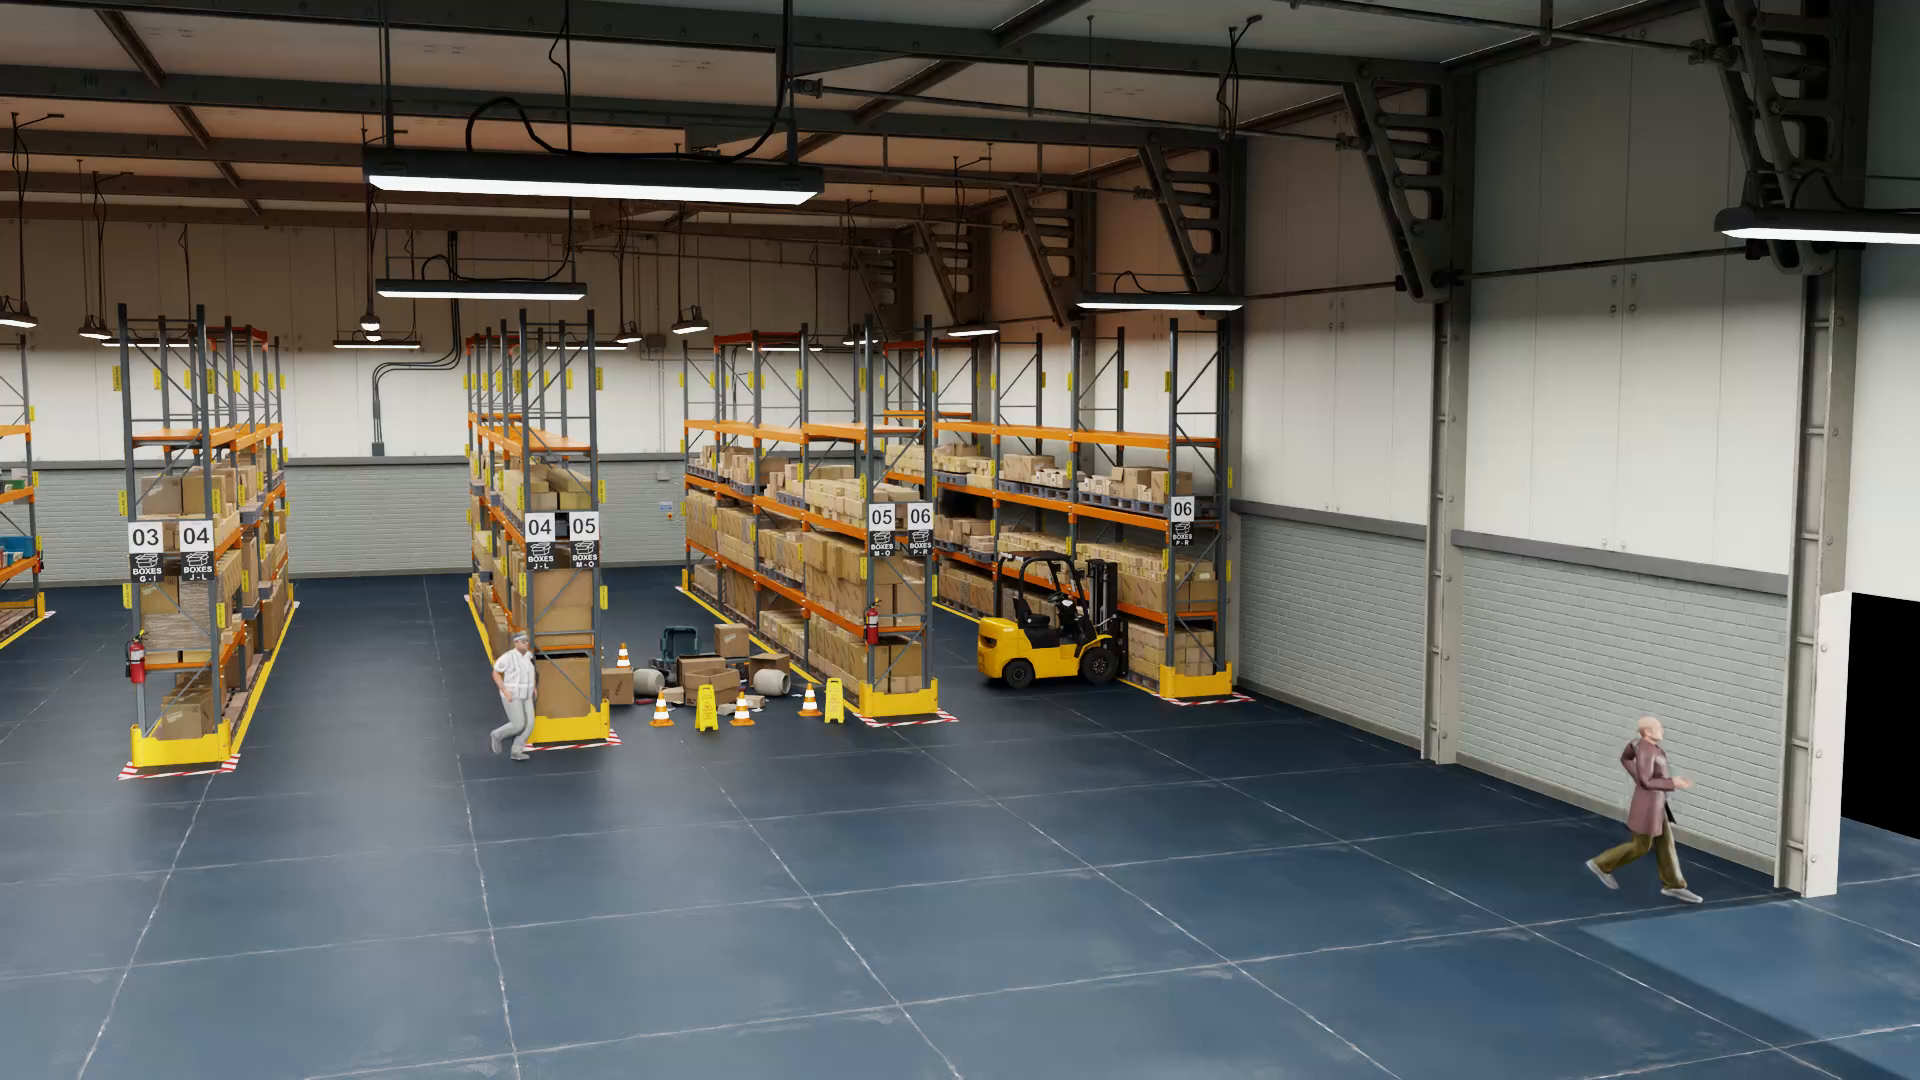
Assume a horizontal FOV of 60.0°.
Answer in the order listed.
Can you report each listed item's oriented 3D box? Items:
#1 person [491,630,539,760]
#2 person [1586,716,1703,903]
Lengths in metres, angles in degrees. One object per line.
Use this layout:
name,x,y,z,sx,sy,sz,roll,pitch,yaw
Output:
person,-5.927,2.048,22.140,0.581,1.722,0.678,3,6,25
person,6.623,2.579,16.031,1.049,1.781,0.710,3,6,26
